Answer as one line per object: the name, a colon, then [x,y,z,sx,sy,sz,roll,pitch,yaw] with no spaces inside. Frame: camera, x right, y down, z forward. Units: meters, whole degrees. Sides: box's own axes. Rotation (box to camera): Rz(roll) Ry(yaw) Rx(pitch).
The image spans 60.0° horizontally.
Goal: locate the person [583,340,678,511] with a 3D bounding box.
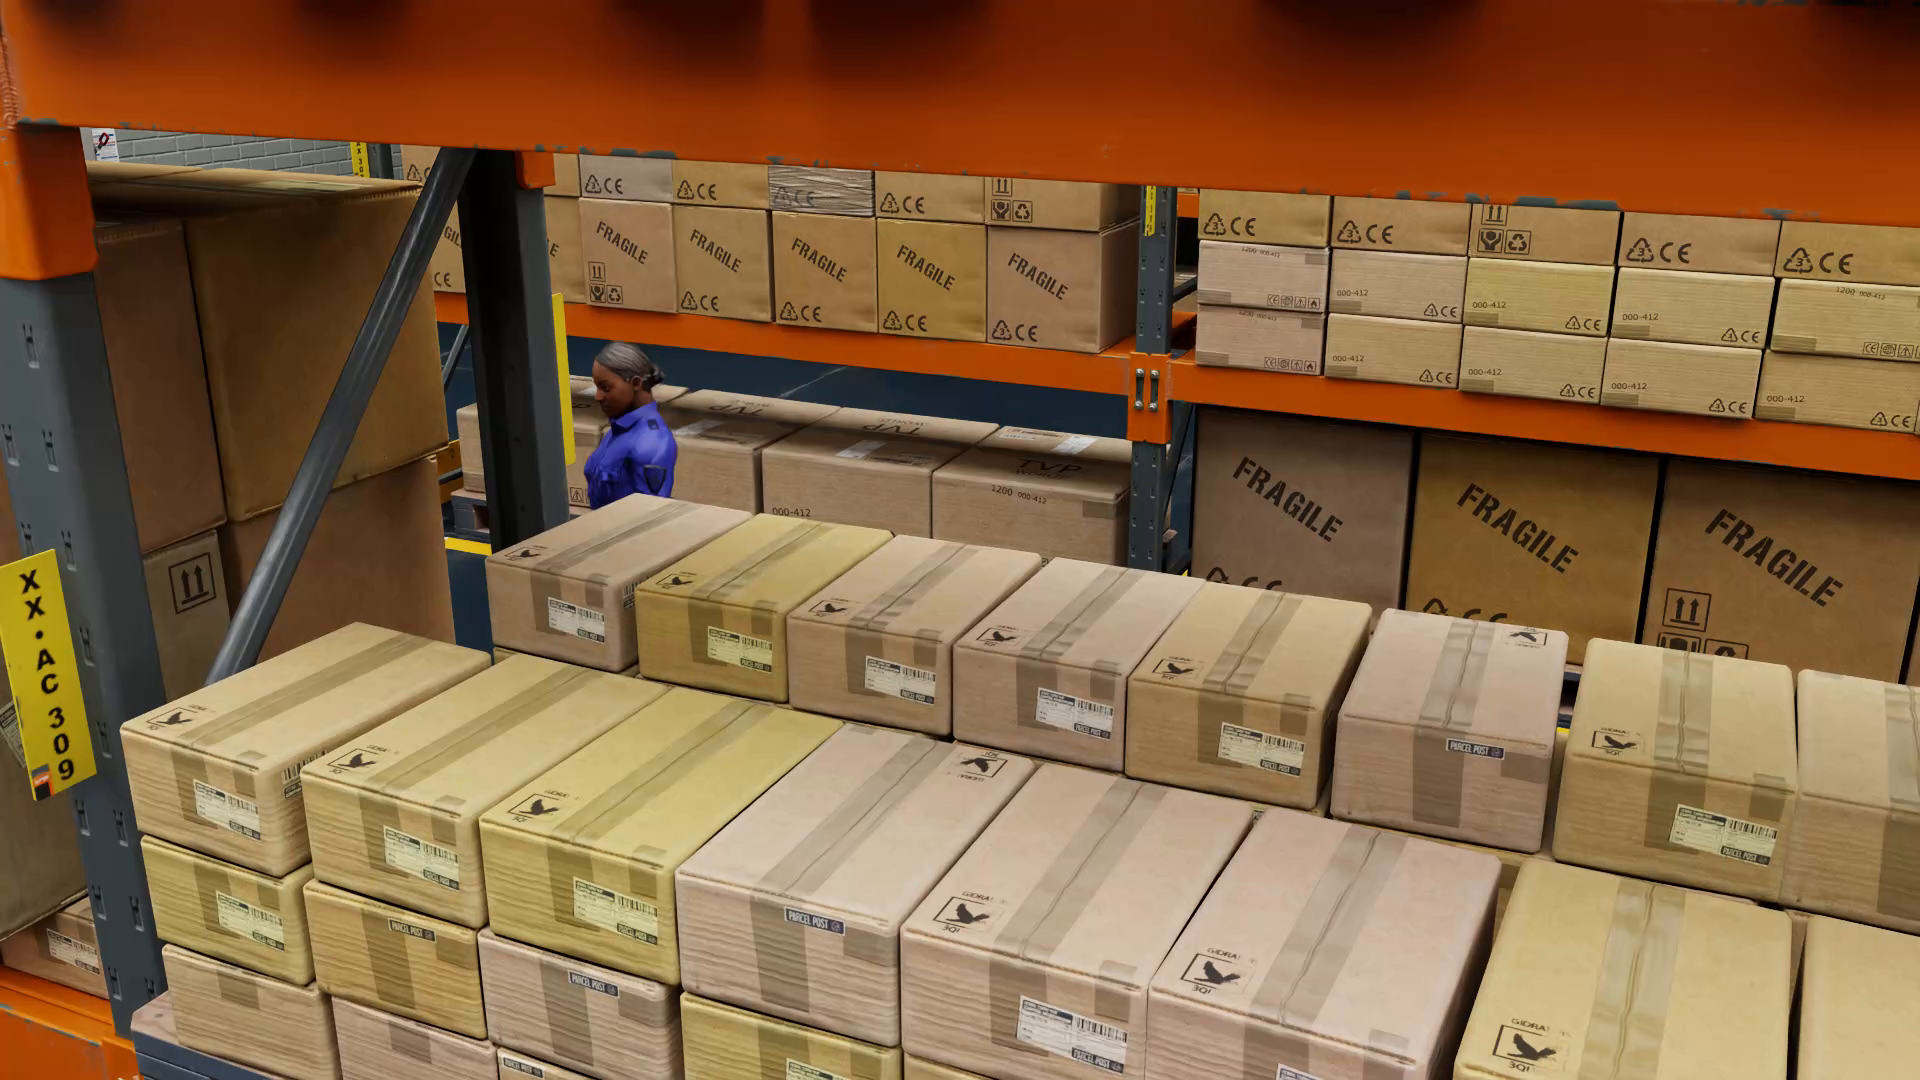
person: [-1.080,0.130,5.684,0.769,1.635,0.468,-10,22,-27]
